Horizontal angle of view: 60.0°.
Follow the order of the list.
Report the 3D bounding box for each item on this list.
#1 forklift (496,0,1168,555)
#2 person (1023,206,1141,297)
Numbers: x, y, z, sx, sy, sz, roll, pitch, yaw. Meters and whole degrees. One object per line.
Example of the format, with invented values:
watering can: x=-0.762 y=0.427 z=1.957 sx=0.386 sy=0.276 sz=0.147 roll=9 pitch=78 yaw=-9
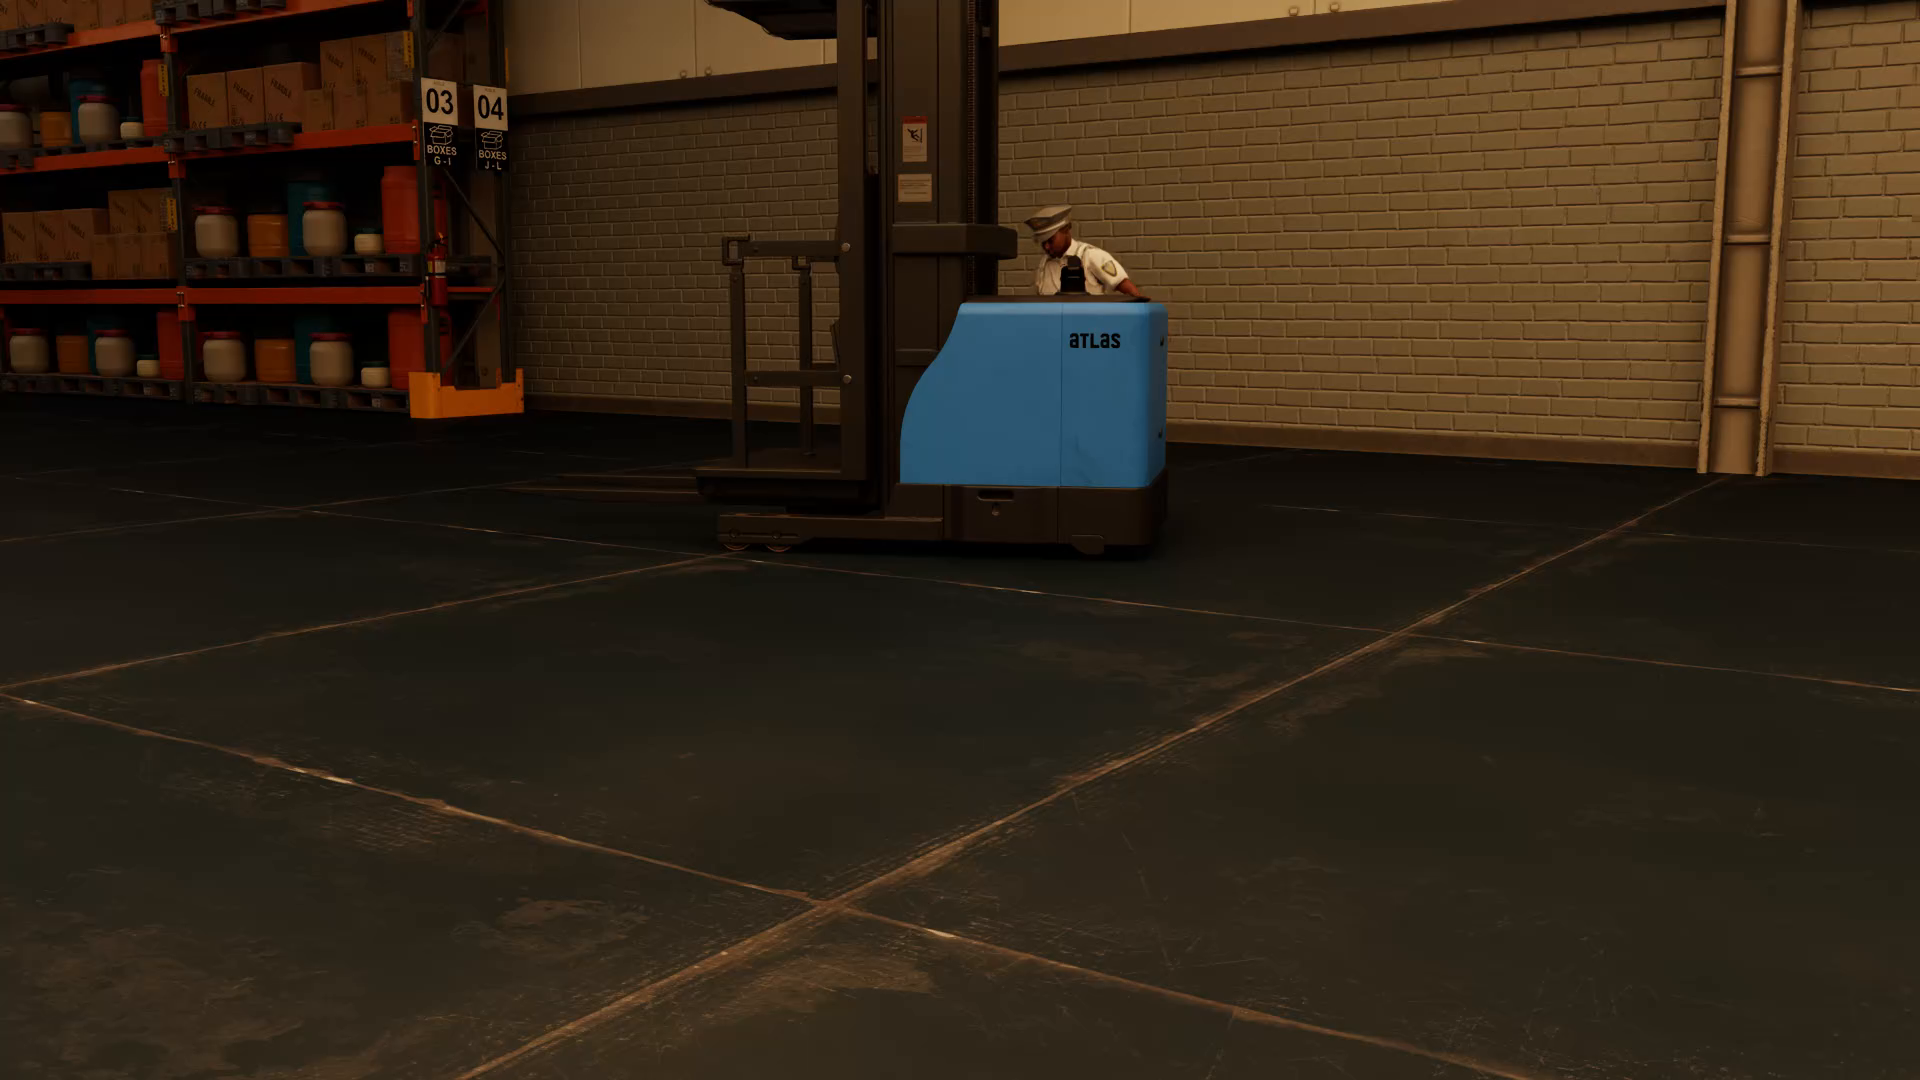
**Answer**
forklift: x=-0.596 y=-1.469 z=7.520 sx=3.031 sy=2.935 sz=1.130 roll=2 pitch=8 yaw=12
person: x=0.580 y=-0.970 z=8.922 sx=1.067 sy=1.610 sz=0.508 roll=5 pitch=10 yaw=32
